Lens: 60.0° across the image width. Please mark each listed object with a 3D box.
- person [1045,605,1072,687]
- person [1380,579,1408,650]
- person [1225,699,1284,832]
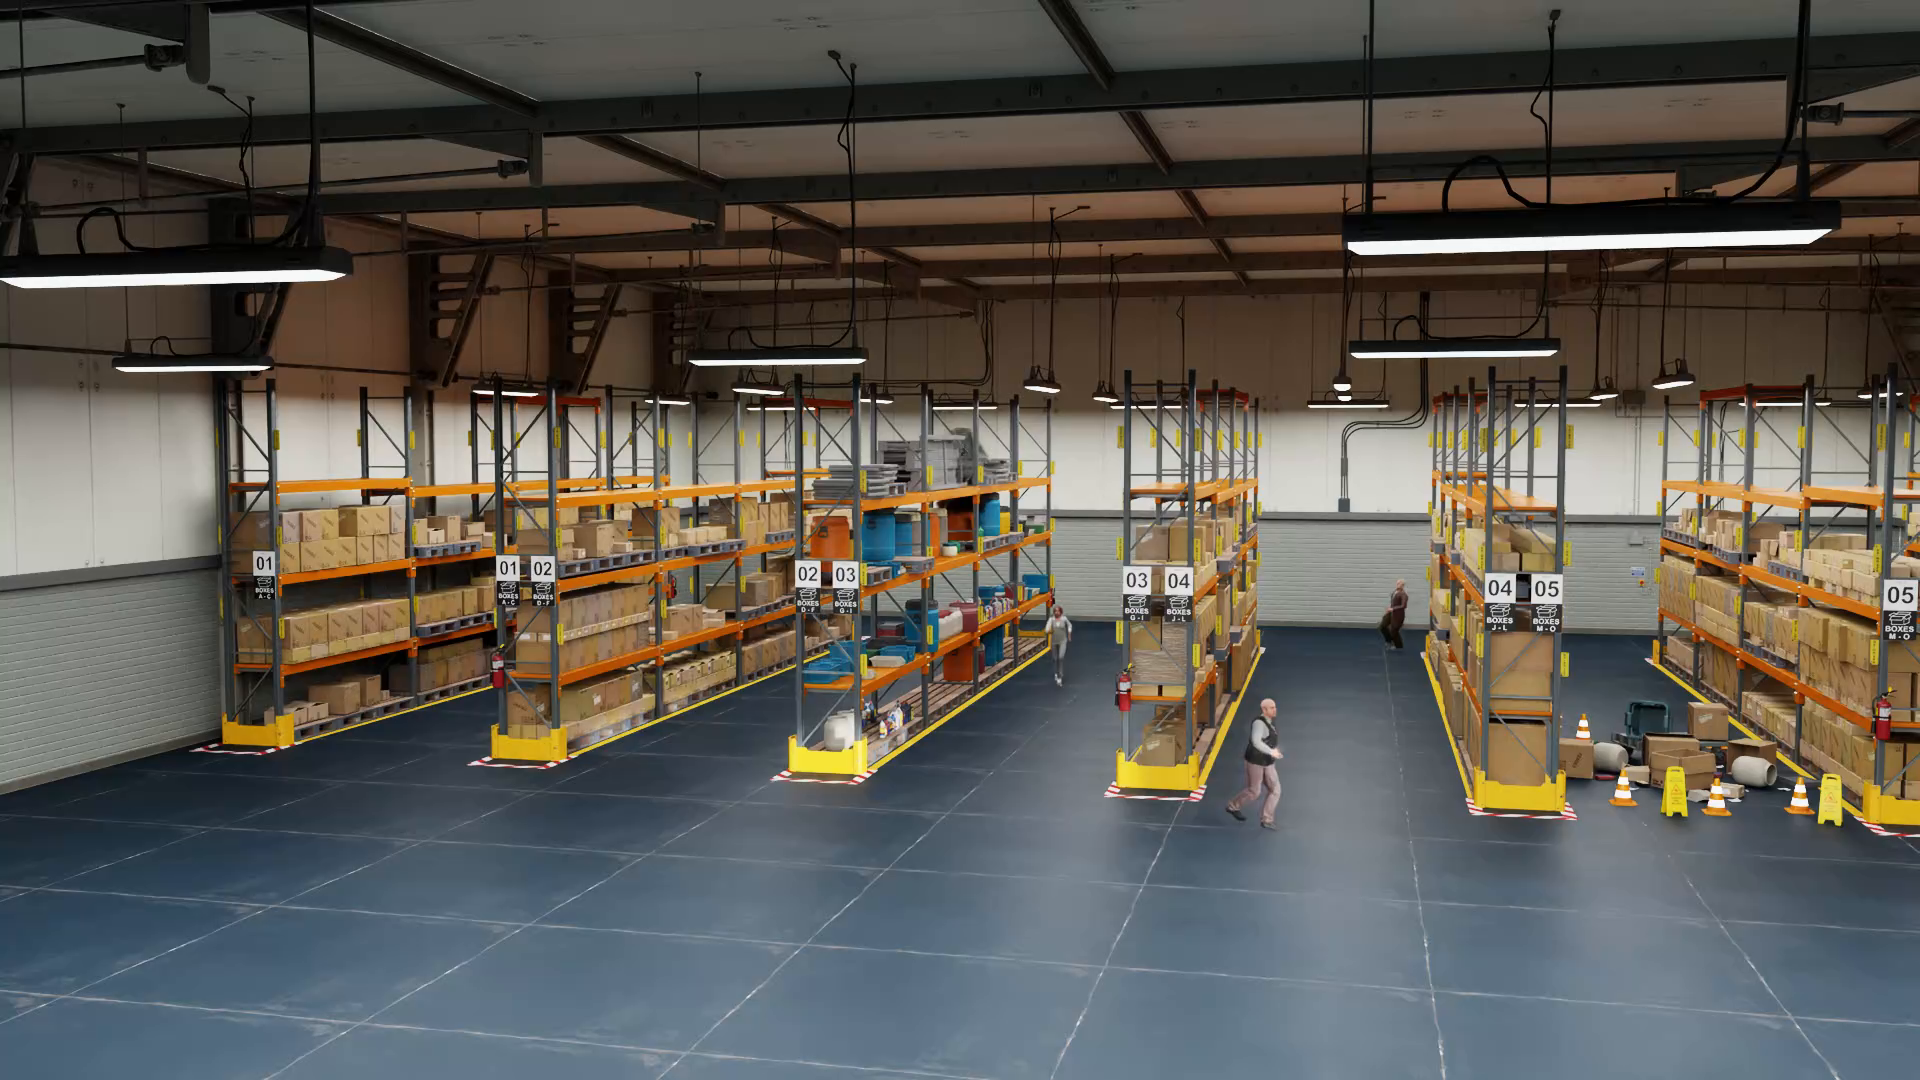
[{"bbox_3d":[2.011,2.148,34.063,0.521,1.638,0.800,1,3,9],"label":"person"},{"bbox_3d":[10.271,1.773,39.188,0.668,1.710,0.702,-1,4,-20],"label":"person"},{"bbox_3d":[3.769,2.872,21.378,0.814,1.703,0.632,2,4,35],"label":"person"}]
